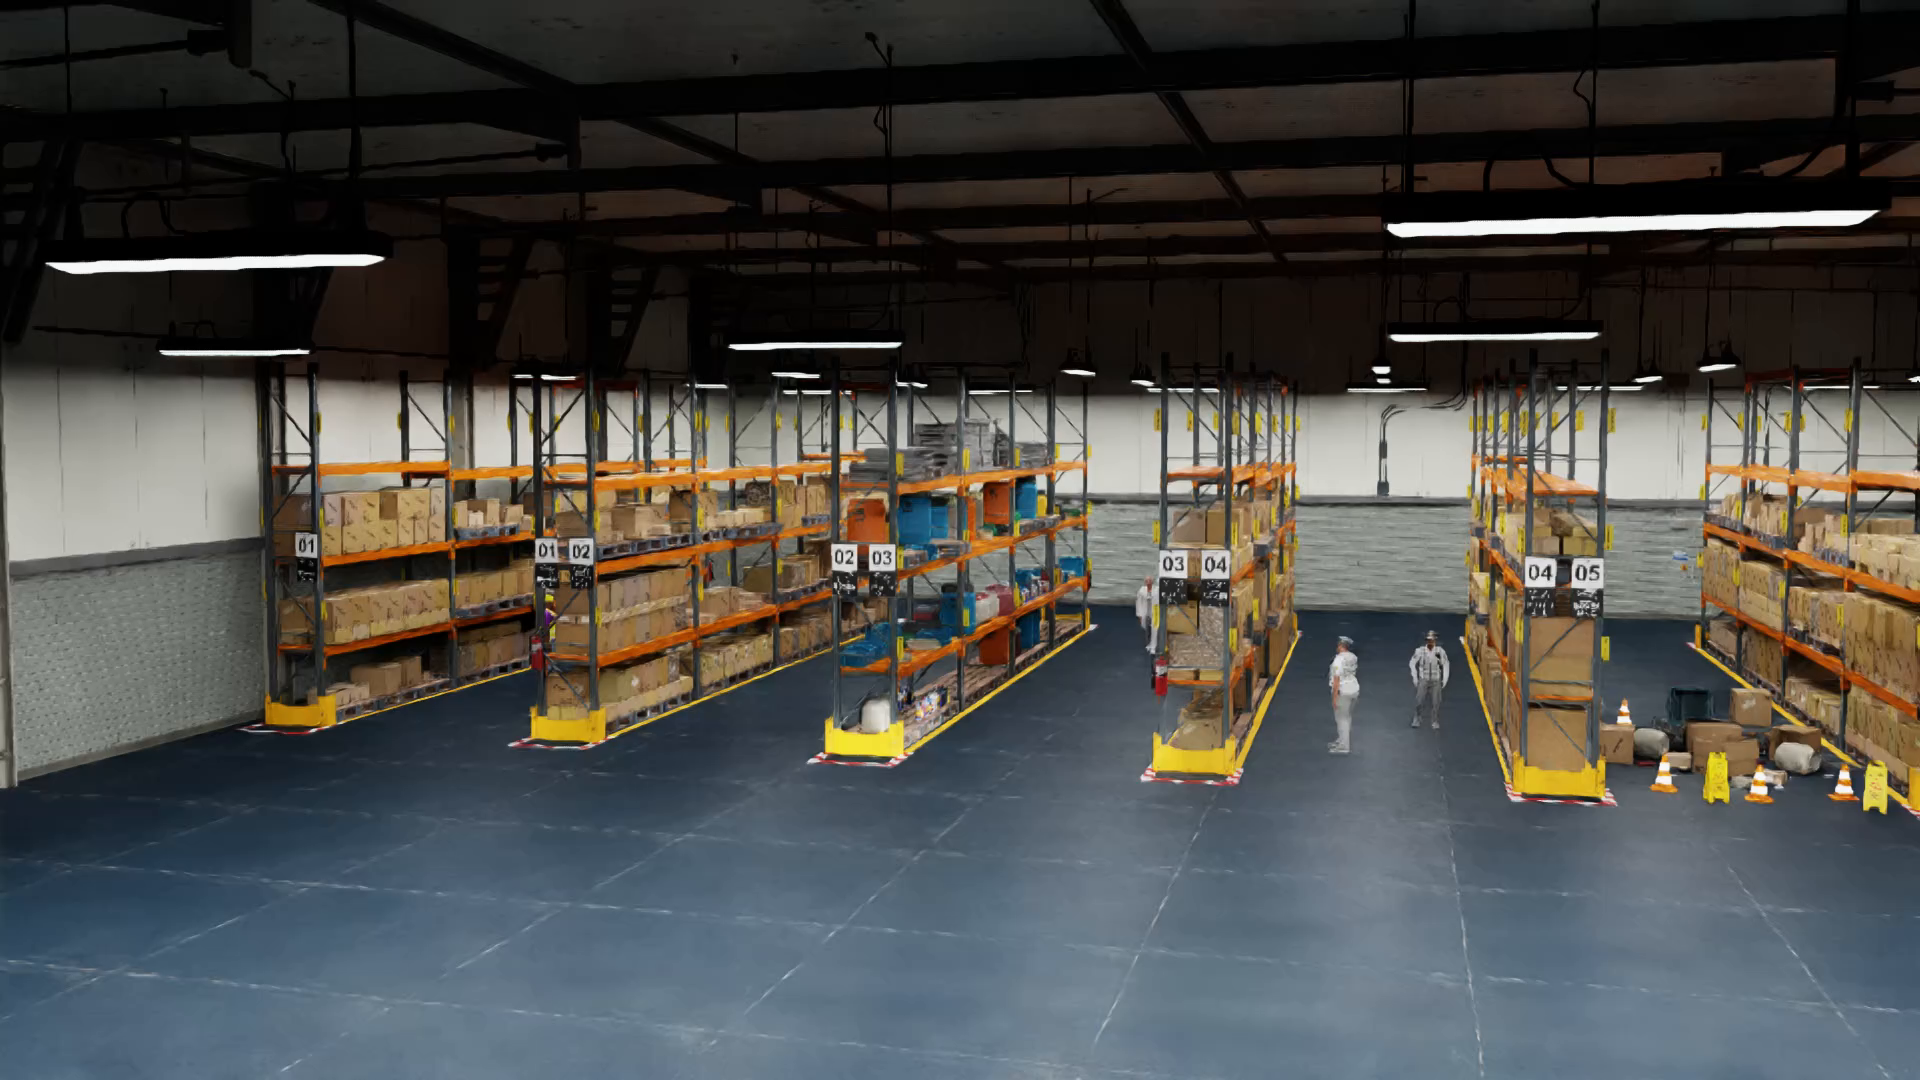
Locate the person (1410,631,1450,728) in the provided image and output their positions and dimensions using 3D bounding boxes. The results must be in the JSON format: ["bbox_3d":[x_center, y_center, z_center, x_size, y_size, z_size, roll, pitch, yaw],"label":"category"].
[{"bbox_3d":[7.694,2.278,27.252,0.639,1.632,0.506,1,4,13],"label":"person"}]

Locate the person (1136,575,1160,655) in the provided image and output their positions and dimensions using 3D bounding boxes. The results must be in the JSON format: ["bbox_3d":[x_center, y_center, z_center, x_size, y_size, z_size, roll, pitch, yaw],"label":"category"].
[{"bbox_3d":[4.101,1.604,35.984,0.598,1.698,1.194,1,4,16],"label":"person"}]

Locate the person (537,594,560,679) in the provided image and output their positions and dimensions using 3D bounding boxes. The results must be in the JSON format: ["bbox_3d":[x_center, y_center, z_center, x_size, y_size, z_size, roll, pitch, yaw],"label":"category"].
[{"bbox_3d":[-7.790,1.902,31.520,0.456,1.763,0.610,-1,4,-13],"label":"person"}]

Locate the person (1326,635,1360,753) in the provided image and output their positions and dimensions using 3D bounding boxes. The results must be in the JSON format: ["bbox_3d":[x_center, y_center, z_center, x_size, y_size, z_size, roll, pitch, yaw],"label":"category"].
[{"bbox_3d":[5.788,2.334,25.301,0.504,1.759,0.588,4,6,44],"label":"person"}]
